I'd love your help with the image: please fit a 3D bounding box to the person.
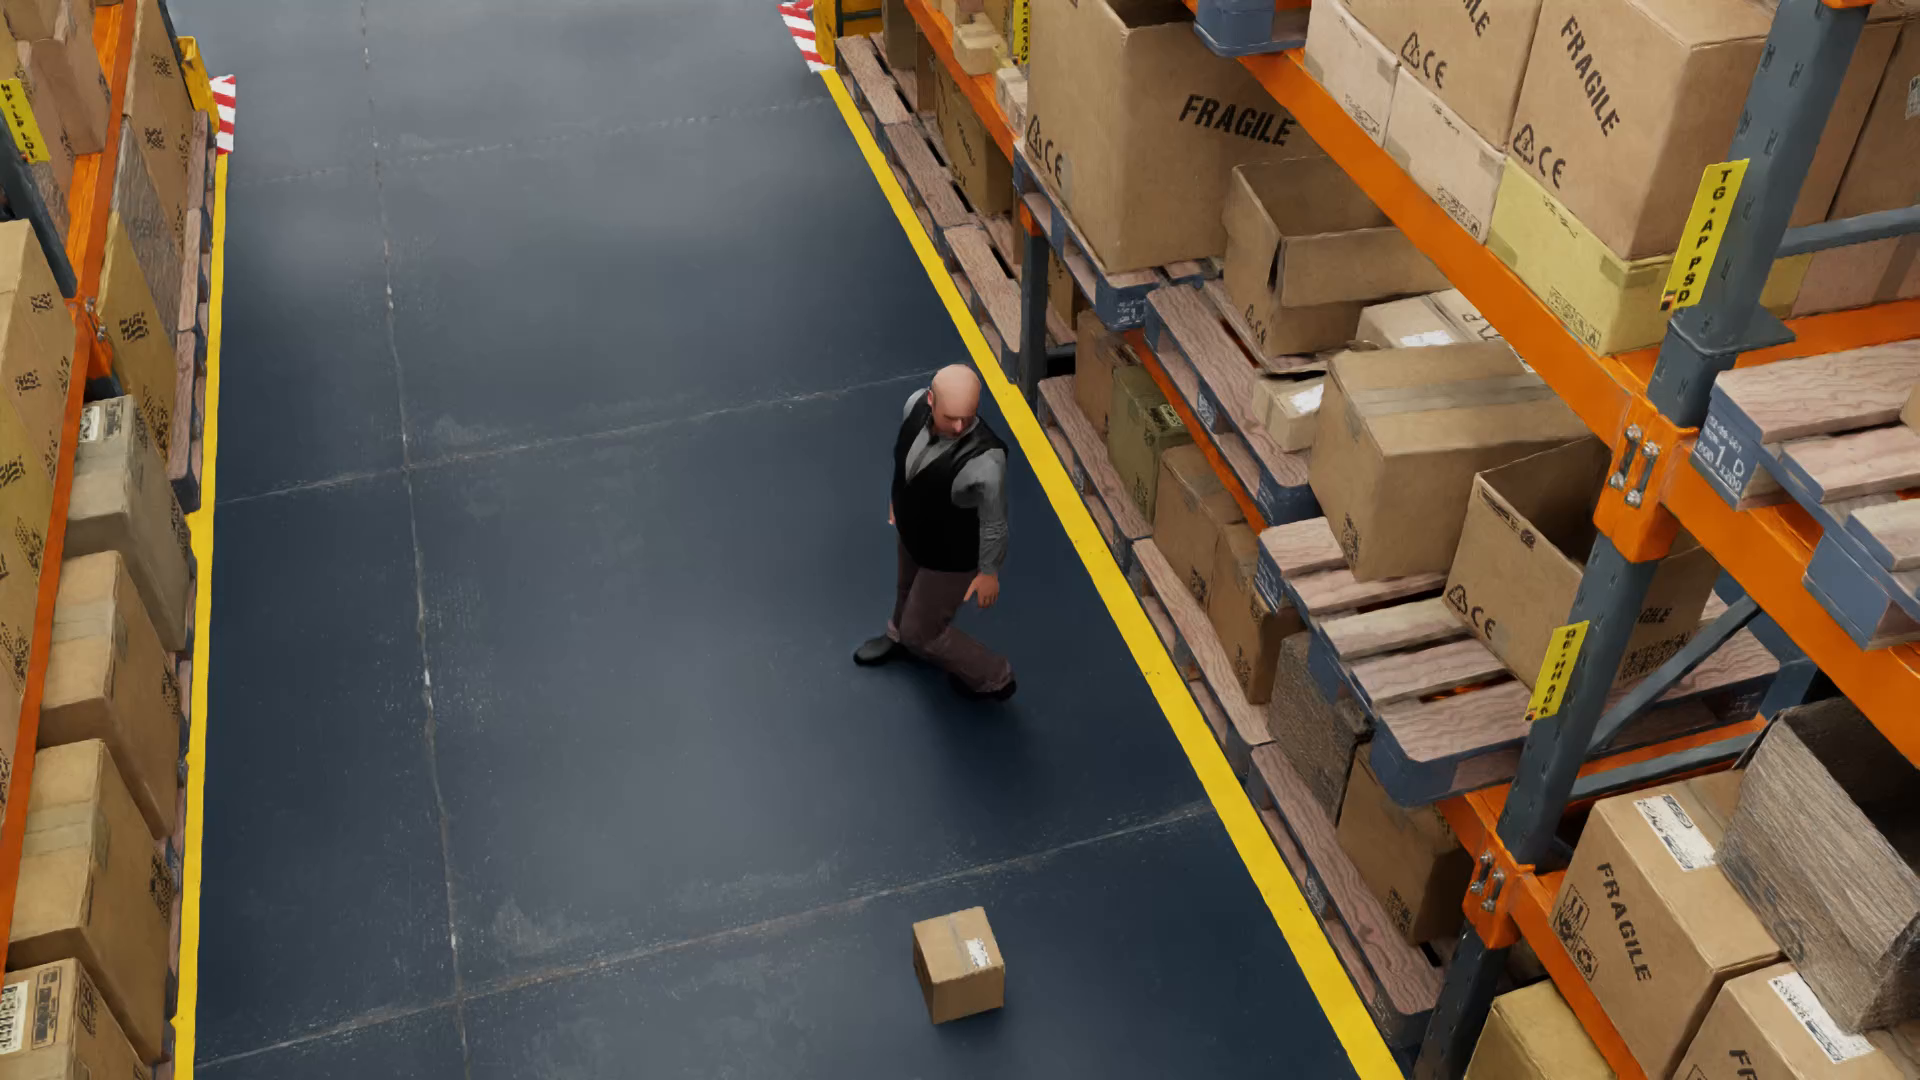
[{"bbox_3d":[-0.100,-0.022,6.222,0.502,1.689,0.673,-17,45,-18],"label":"person"}]
